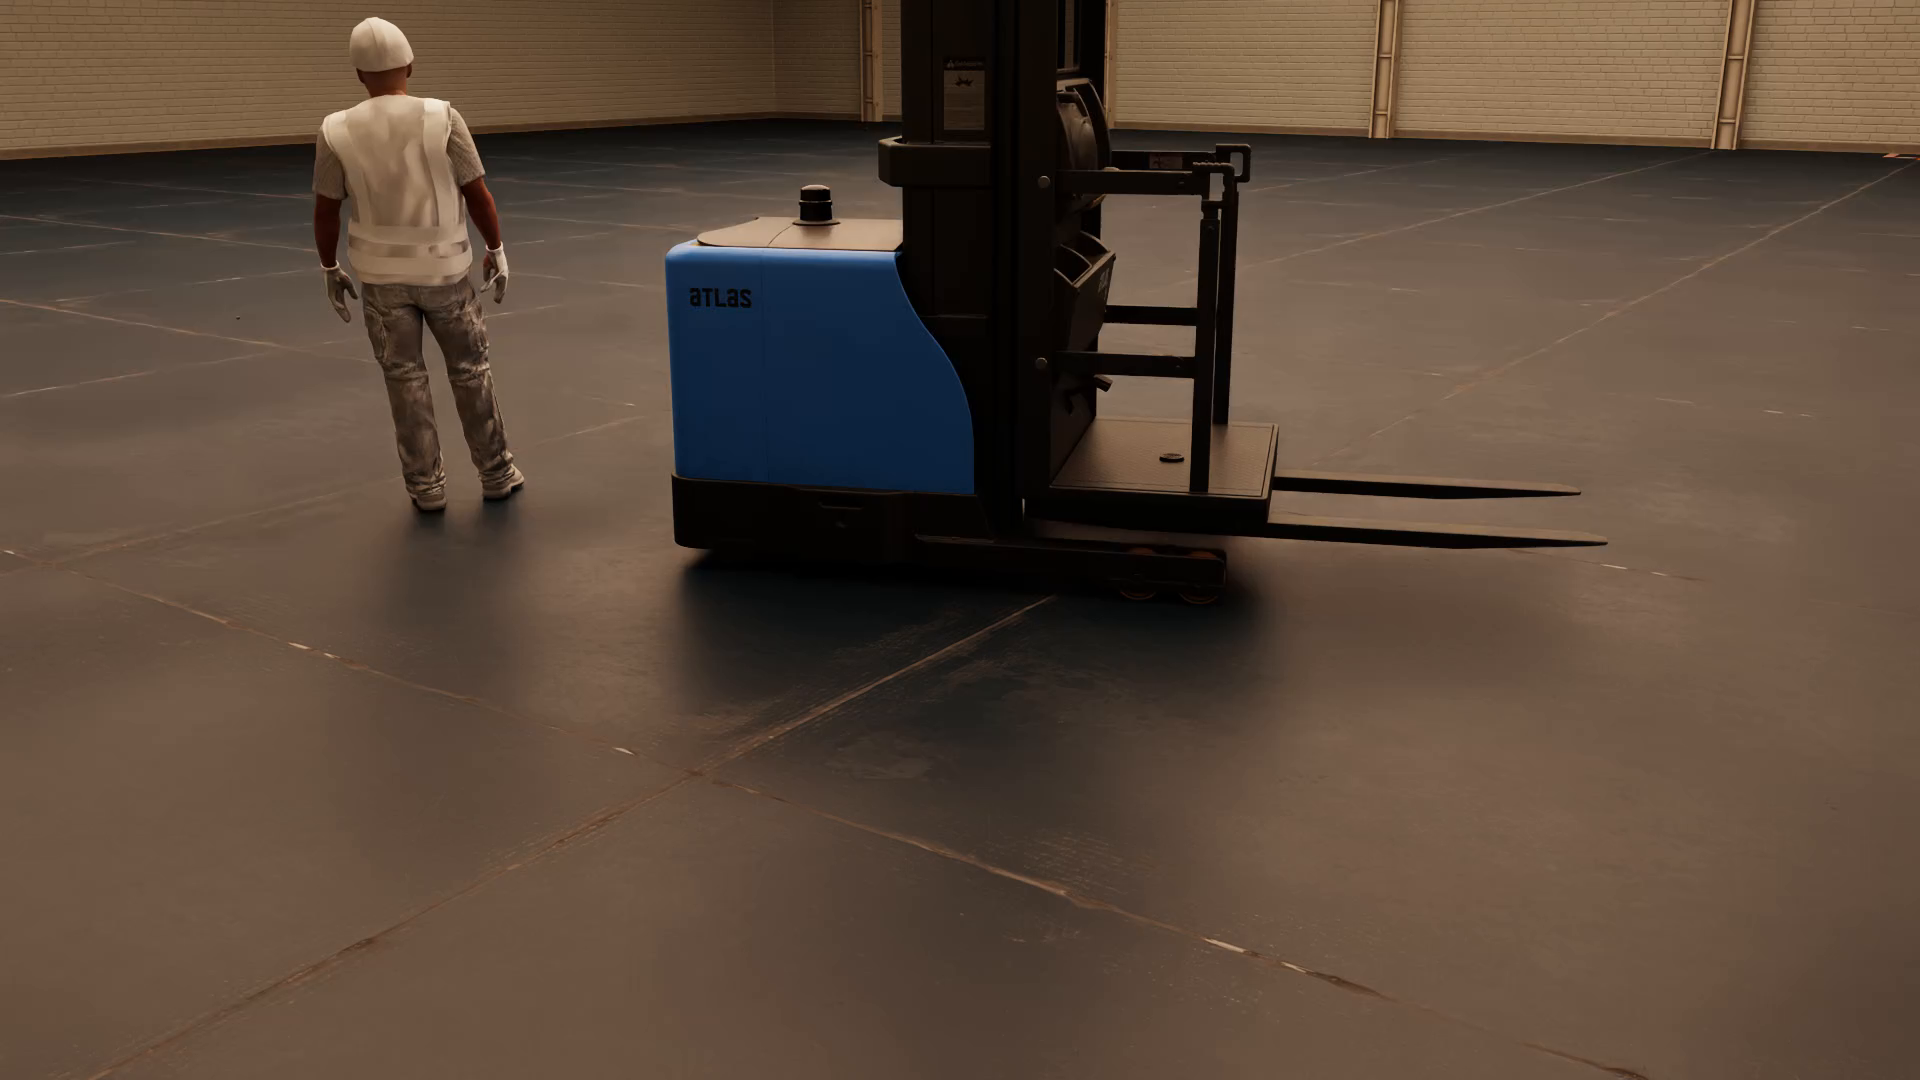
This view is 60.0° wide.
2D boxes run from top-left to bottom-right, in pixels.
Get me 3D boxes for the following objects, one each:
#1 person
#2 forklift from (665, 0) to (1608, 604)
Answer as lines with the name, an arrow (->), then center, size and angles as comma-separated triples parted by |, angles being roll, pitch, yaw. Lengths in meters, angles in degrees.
person -> -2.012, -1.002, 6.161 | 0.656, 1.782, 0.577 | -4, 17, -12
forklift -> 0.595, -1.367, 5.404 | 3.031, 2.935, 1.130 | 4, 17, 12
